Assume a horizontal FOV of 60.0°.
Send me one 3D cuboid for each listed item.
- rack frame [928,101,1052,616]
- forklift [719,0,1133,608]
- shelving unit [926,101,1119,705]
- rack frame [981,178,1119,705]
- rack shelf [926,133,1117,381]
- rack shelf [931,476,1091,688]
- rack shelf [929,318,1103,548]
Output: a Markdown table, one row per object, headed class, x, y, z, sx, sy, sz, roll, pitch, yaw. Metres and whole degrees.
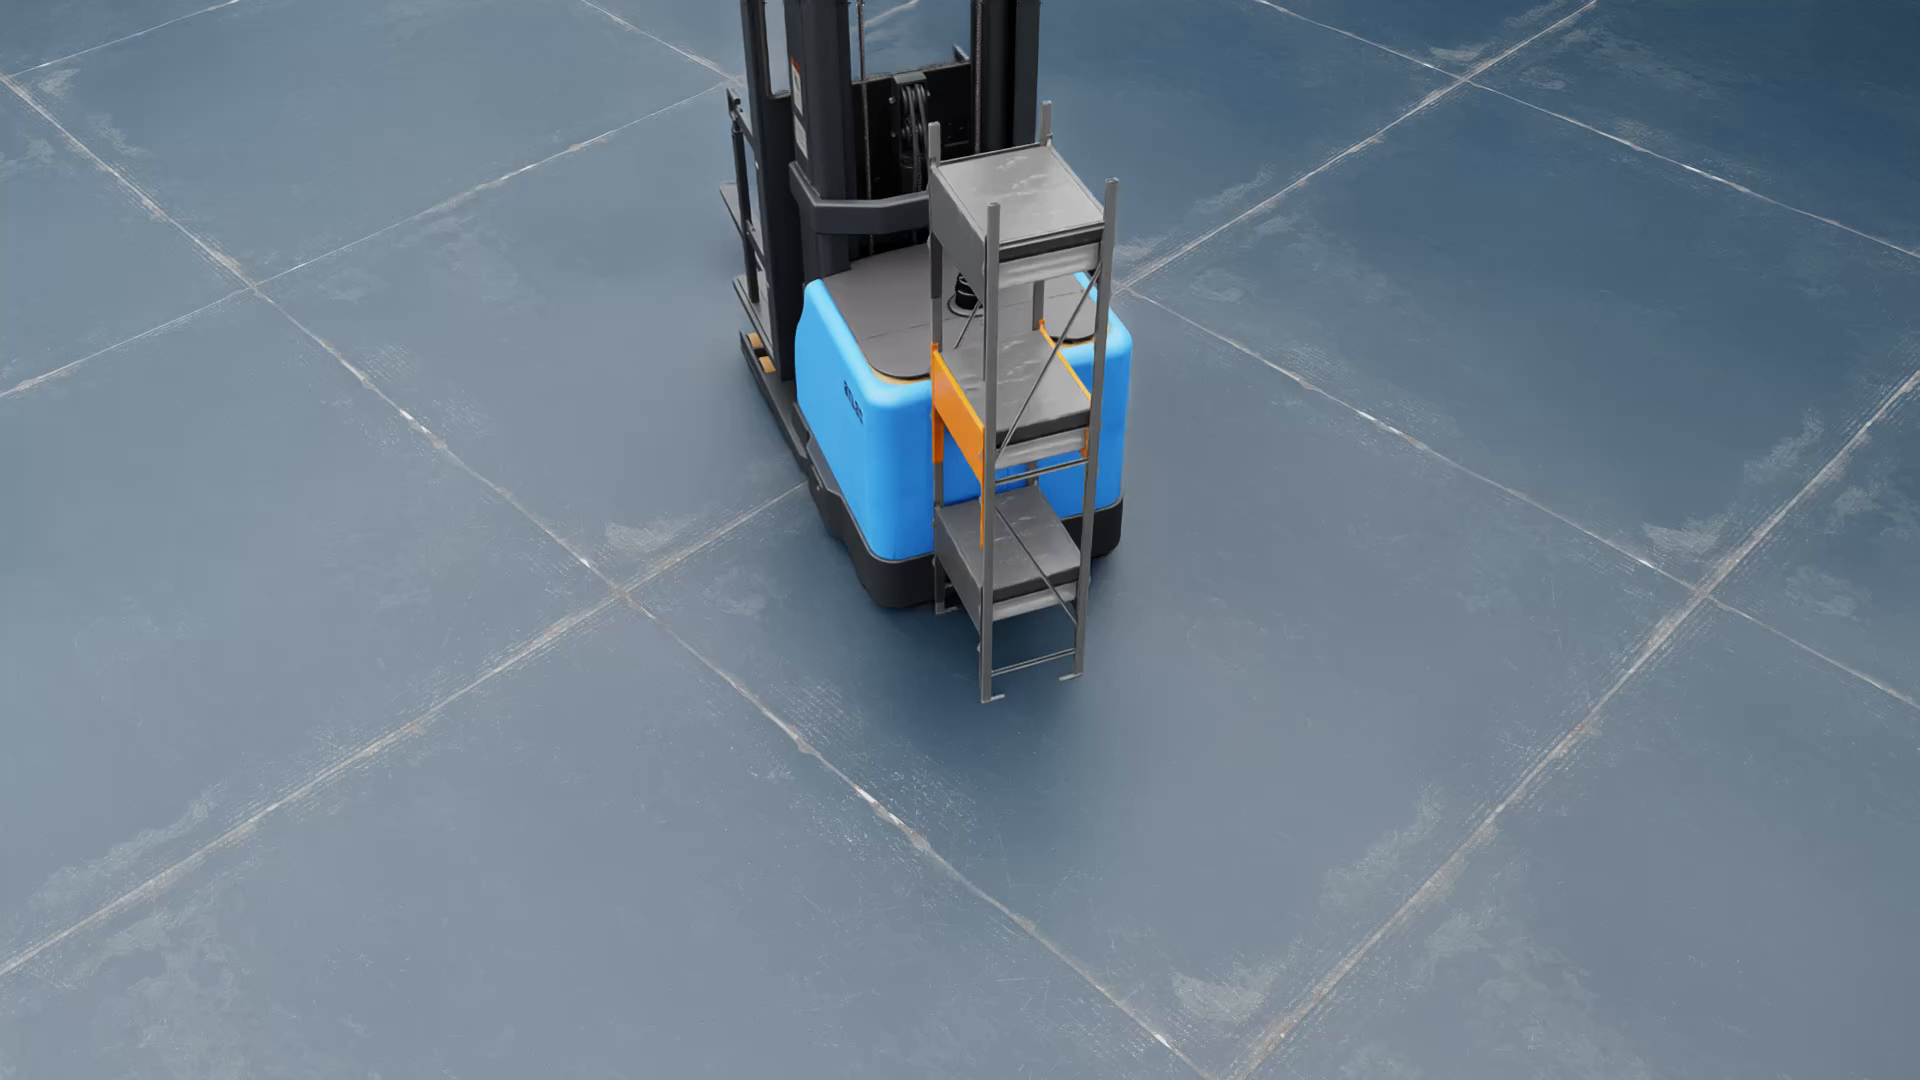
| class | x | y | z | sx | sy | sz | roll | pitch | yaw |
| --- | --- | --- | --- | --- | --- | --- | --- | --- | --- |
| rack frame | 0.093 | -0.529 | 5.775 | 0.400 | 2.100 | 0.015 | -14 | 45 | -15 |
| forklift | -0.356 | -1.829 | 6.570 | 1.130 | 2.935 | 3.031 | -14 | 45 | -15 |
| shelving unit | 0.180 | -0.374 | 5.608 | 0.431 | 2.100 | 0.503 | -14 | 45 | -15 |
| rack frame | 0.266 | -0.219 | 5.440 | 0.400 | 2.100 | 0.015 | -14 | 45 | -15 |
| rack shelf | 0.180 | -0.878 | 5.142 | 0.431 | 0.518 | 0.480 | -14 | 45 | -15 |
| rack shelf | 0.180 | 0.150 | 6.092 | 0.431 | 0.518 | 0.480 | -14 | 45 | -15 |
| rack shelf | 0.180 | -0.364 | 5.617 | 0.431 | 0.518 | 0.480 | -14 | 45 | -15 |
